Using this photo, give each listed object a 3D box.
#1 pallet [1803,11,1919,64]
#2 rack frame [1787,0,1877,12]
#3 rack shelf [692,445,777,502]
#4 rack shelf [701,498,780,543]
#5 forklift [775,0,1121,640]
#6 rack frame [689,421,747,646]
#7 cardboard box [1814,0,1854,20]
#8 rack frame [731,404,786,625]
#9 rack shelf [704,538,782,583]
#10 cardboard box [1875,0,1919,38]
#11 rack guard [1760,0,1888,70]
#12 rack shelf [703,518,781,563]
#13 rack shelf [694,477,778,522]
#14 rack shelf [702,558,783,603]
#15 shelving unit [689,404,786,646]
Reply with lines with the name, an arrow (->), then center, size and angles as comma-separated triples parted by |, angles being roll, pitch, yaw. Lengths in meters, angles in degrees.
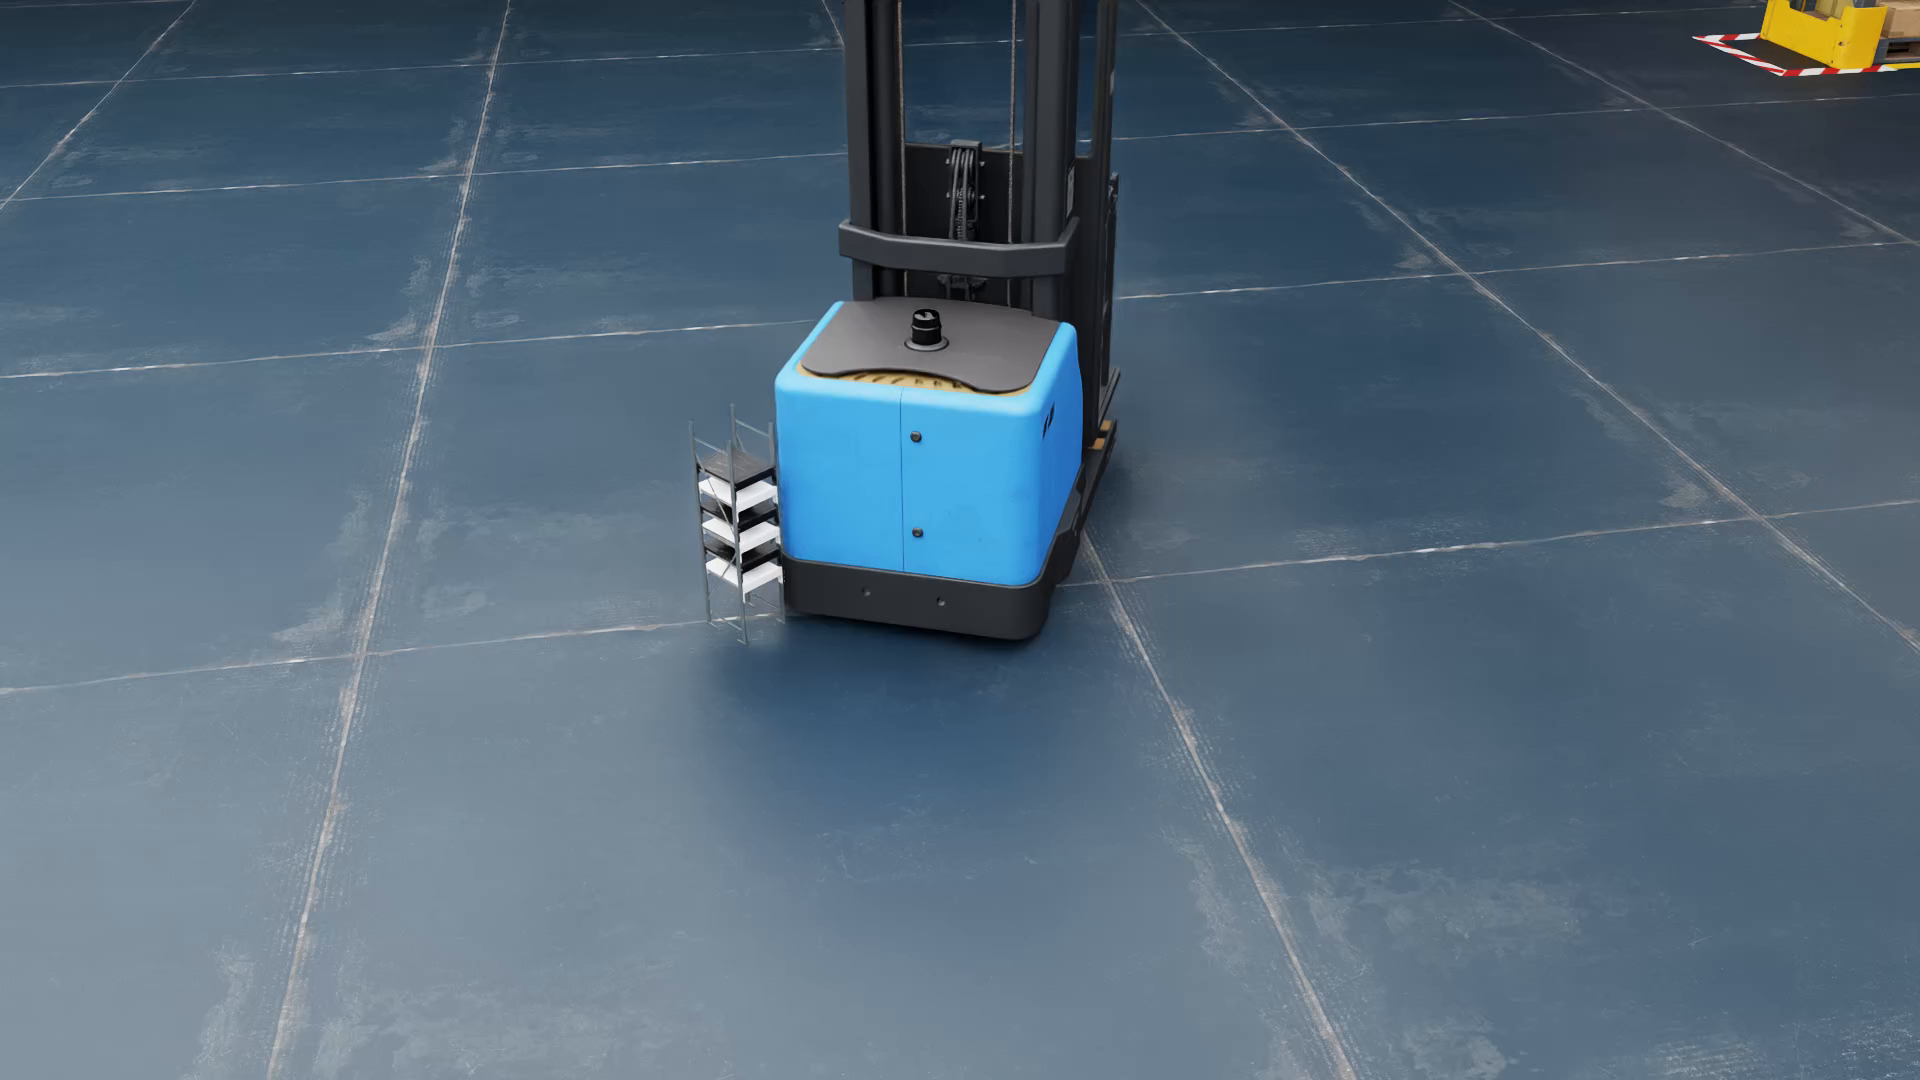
pallet -> 8.208, -4.440, 14.593 | 1.213, 0.211, 1.003 | -5, 31, -9
rack frame -> 7.463, -5.551, 13.732 | 0.127, 3.000, 1.000 | -5, 31, -9
rack shelf -> -0.857, -0.256, 6.331 | 0.258, 0.077, 0.200 | 25, 39, 36
rack shelf -> -0.857, -0.101, 6.422 | 0.258, 0.077, 0.200 | 25, 39, 36
forklift -> 0.131, -1.611, 7.098 | 1.130, 2.935, 3.031 | 7, 31, 12
rack frame -> -0.927, -0.015, 6.387 | 0.240, 0.900, 0.006 | 25, 39, 36
cardboard box -> 7.938, -4.743, 14.656 | 0.500, 0.250, 0.500 | -5, 31, -9
rack frame -> -0.788, -0.090, 6.515 | 0.240, 0.900, 0.006 | 25, 39, 36
rack shelf -> -0.857, 0.054, 6.514 | 0.258, 0.077, 0.200 | 25, 39, 36
cardboard box -> 8.031, -4.485, 14.217 | 0.500, 0.250, 0.500 | -5, 31, -9
rack guard -> 7.440, -4.472, 14.362 | 0.348, 0.500, 1.175 | -5, 31, -9
rack shelf -> -0.857, -0.024, 6.468 | 0.258, 0.077, 0.200 | 25, 39, 36
rack shelf -> -0.857, -0.179, 6.377 | 0.258, 0.077, 0.200 | 25, 39, 36
rack shelf -> -0.857, 0.132, 6.559 | 0.258, 0.077, 0.200 | 25, 39, 36
shelving unit -> -0.857, -0.052, 6.451 | 0.258, 0.900, 0.210 | 25, 39, 36
